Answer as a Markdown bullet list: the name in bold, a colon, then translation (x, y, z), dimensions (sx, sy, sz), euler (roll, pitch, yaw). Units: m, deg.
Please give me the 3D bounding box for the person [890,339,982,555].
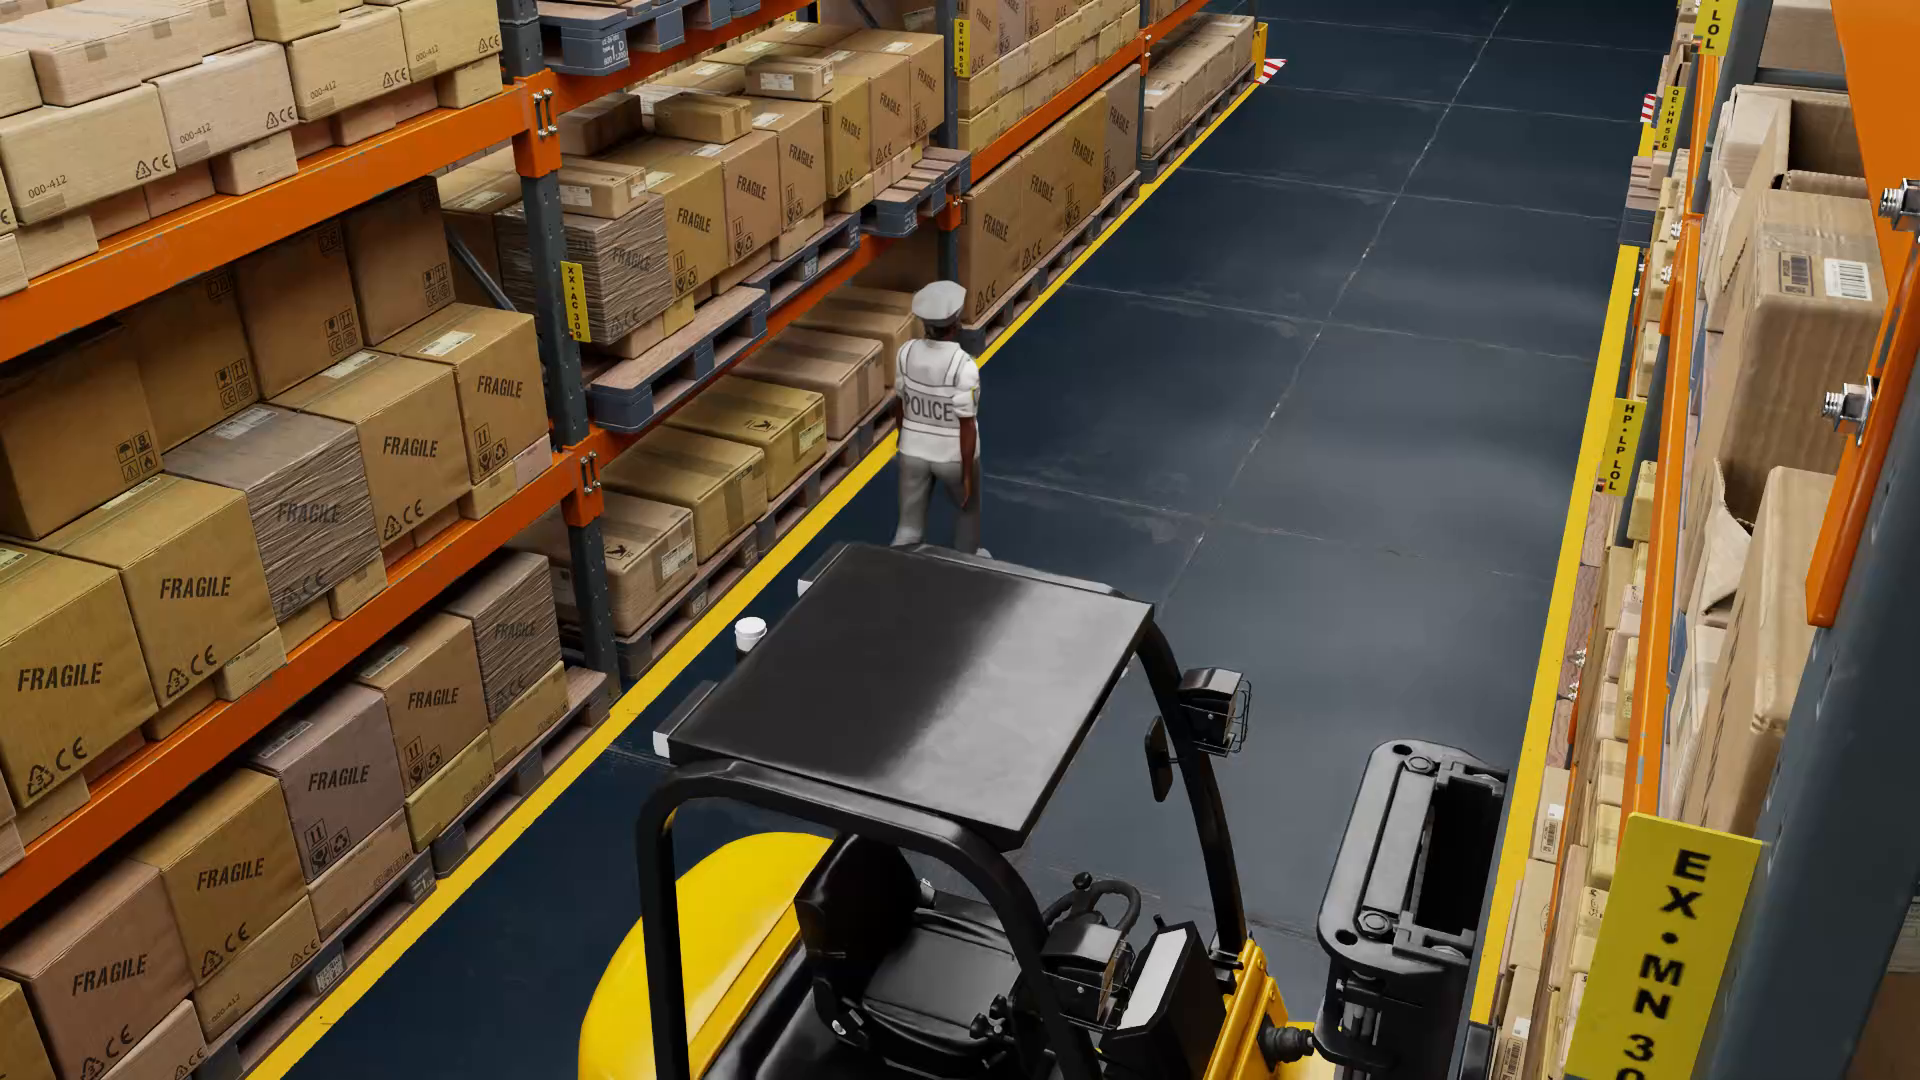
- **person**: translation (-0.124, -0.281, 7.796), dimensions (0.386, 1.331, 0.793), euler (11, 32, 19)
